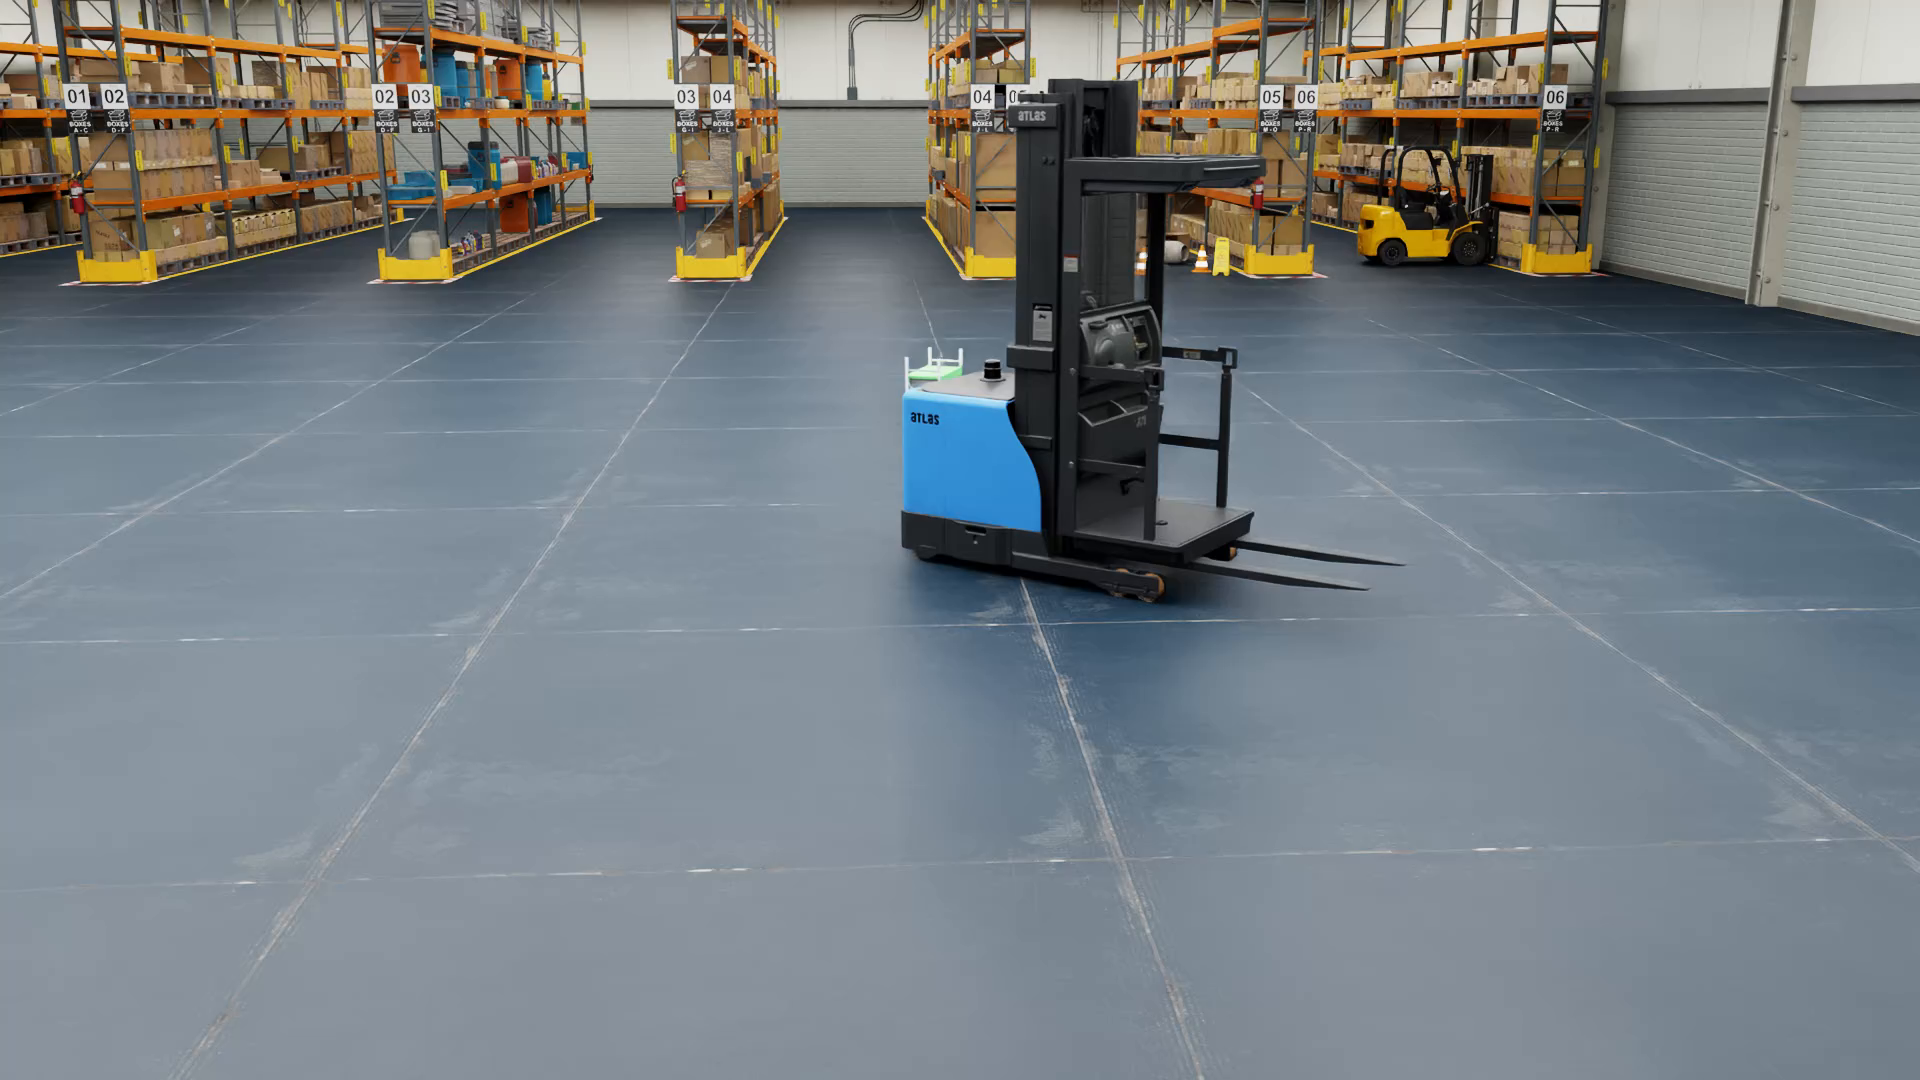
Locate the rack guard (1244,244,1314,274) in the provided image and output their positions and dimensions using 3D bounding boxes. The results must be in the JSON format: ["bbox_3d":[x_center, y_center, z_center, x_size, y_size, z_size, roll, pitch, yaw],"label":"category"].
[{"bbox_3d":[5.606,-4.944,29.238,1.175,0.500,0.348,-1,14,-3],"label":"rack guard"}]

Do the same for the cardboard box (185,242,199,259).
[{"bbox_3d":[-14.070,-5.212,29.939,0.500,0.250,0.500,-1,14,-3],"label":"cardboard box"}]

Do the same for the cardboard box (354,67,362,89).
[{"bbox_3d":[-14.906,-11.171,40.198,0.700,0.500,0.500,-1,14,-3],"label":"cardboard box"}]

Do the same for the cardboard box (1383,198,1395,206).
[{"bbox_3d":[9.786,-7.628,37.527,0.380,0.149,0.250,-2,15,-6],"label":"cardboard box"}]

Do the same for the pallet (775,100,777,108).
[{"bbox_3d":[-5.215,-11.187,42.644,1.003,0.211,1.213,-1,14,-3],"label":"pallet"}]

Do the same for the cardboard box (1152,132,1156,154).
[{"bbox_3d":[4.734,-9.159,38.398,0.500,0.500,0.500,-1,14,-4],"label":"cardboard box"}]

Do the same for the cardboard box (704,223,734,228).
[{"bbox_3d":[-4.500,-5.728,31.441,0.500,0.500,0.500,4,15,14],"label":"cardboard box"}]

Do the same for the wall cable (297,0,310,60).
[{"bbox_3d":[-17.397,-15.034,47.493,3.097,2.526,0.112,-1,14,-3],"label":"wall cable"}]

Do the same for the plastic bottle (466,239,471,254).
[{"bbox_3d":[-9.065,-5.414,30.641,0.097,0.271,0.097,0,14,0],"label":"plastic bottle"}]

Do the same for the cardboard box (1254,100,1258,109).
[{"bbox_3d":[5.309,-7.551,28.838,0.380,0.149,0.250,-1,14,-3],"label":"cardboard box"}]

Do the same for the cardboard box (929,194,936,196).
[{"bbox_3d":[-0.621,-8.988,43.625,0.380,0.149,0.250,-2,15,-6],"label":"cardboard box"}]

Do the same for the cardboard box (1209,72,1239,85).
[{"bbox_3d":[5.200,-9.098,32.802,0.500,0.250,0.500,-1,14,-2],"label":"cardboard box"}]

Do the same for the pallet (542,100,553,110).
[{"bbox_3d":[-9.748,-9.776,37.362,1.003,0.211,1.213,-1,14,-3],"label":"pallet"}]

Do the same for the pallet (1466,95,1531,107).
[{"bbox_3d":[10.396,-8.406,31.835,1.003,0.211,1.213,-1,14,-3],"label":"pallet"}]

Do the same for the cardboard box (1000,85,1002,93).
[{"bbox_3d":[0.912,-7.958,29.377,0.380,0.149,0.250,-1,14,-3],"label":"cardboard box"}]

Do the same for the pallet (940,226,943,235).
[{"bbox_3d":[0.061,-7.170,38.470,1.003,0.211,1.213,-1,14,-3],"label":"pallet"}]

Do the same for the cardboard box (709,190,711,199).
[{"bbox_3d":[-4.519,-5.991,28.794,0.380,0.149,0.250,-1,14,-3],"label":"cardboard box"}]

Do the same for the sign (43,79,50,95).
[{"bbox_3d":[-19.066,-9.454,34.692,0.100,0.325,0.005,-1,14,-3],"label":"sign"}]

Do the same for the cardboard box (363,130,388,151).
[{"bbox_3d":[-14.825,-10.110,42.094,0.500,0.500,0.500,0,14,-2],"label":"cardboard box"}]

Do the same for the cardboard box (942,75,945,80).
[{"bbox_3d":[-0.204,-10.312,37.327,0.396,0.266,0.258,-1,14,-3],"label":"cardboard box"}]

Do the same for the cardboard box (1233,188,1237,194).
[{"bbox_3d":[5.225,-6.421,30.465,0.380,0.149,0.250,-1,14,-4],"label":"cardboard box"}]

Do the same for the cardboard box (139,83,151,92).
[{"bbox_3d":[-14.065,-7.728,28.403,0.380,0.149,0.250,-1,14,-3],"label":"cardboard box"}]

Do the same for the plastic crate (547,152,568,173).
[{"bbox_3d":[-9.772,-9.176,40.423,0.402,0.464,0.583,-1,14,-3],"label":"plastic crate"}]

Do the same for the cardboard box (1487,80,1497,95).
[{"bbox_3d":[10.106,-8.473,31.146,0.396,0.266,0.258,-1,14,-5],"label":"cardboard box"}]

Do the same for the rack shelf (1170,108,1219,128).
[{"bbox_3d":[5.239,-8.732,34.368,1.077,0.370,4.000,-1,14,-3],"label":"rack shelf"}]

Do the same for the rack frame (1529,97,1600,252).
[{"bbox_3d":[10.565,-6.213,29.154,1.000,3.000,0.127,-1,14,-3],"label":"rack frame"}]

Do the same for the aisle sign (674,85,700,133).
[{"bbox_3d":[-4.576,-7.221,27.856,0.394,0.787,0.004,-1,14,-3],"label":"aisle sign"}]

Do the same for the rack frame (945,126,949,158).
[{"bbox_3d":[0.181,-8.024,36.191,1.000,3.000,0.127,-1,14,-3],"label":"rack frame"}]

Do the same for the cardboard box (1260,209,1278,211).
[{"bbox_3d":[5.733,-5.969,31.375,0.500,0.500,0.500,0,14,0],"label":"cardboard box"}]

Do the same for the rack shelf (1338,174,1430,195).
[{"bbox_3d":[9.945,-8.352,38.910,1.077,0.370,4.000,-1,14,-3],"label":"rack shelf"}]

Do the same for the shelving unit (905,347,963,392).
[{"bbox_3d":[-0.170,-0.659,11.179,0.258,1.200,0.503,4,15,16],"label":"shelving unit"}]

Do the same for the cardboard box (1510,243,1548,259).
[{"bbox_3d":[10.220,-5.197,29.880,0.500,0.250,0.500,-1,14,-3],"label":"cardboard box"}]

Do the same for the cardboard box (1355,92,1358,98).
[{"bbox_3d":[9.508,-10.446,39.046,0.380,0.149,0.250,-1,14,-4],"label":"cardboard box"}]

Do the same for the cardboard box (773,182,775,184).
[{"bbox_3d":[-4.985,-8.307,40.712,0.875,0.875,0.875,-1,14,-3],"label":"cardboard box"}]

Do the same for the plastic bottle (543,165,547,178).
[{"bbox_3d":[-9.544,-8.430,38.019,0.152,0.276,0.135,-1,14,-3],"label":"plastic bottle"}]

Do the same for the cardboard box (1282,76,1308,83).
[{"bbox_3d":[5.792,-7.944,28.767,0.380,0.149,0.250,-1,14,-4],"label":"cardboard box"}]

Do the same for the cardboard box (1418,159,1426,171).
[{"bbox_3d":[9.954,-7.876,34.916,0.500,0.250,0.500,-1,14,-3],"label":"cardboard box"}]

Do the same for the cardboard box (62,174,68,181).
[{"bbox_3d":[-19.403,-7.779,35.704,0.380,0.149,0.250,-1,14,-3],"label":"cardboard box"}]

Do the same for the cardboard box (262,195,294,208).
[{"bbox_3d":[-14.963,-7.429,36.507,0.500,0.250,0.500,0,14,-1],"label":"cardboard box"}]

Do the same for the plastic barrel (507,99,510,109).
[{"bbox_3d":[-9.653,-9.212,35.104,0.294,0.245,0.294,0,14,0],"label":"plastic barrel"}]

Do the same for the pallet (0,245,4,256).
[{"bbox_3d":[-19.409,-5.591,32.333,1.003,0.211,1.213,-1,14,-3],"label":"pallet"}]

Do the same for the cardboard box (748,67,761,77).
[{"bbox_3d":[-5.076,-11.317,40.222,0.500,0.250,0.500,-2,15,-7],"label":"cardboard box"}]

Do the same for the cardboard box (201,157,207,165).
[{"bbox_3d":[-14.153,-6.997,30.698,0.380,0.149,0.250,-1,14,-5],"label":"cardboard box"}]

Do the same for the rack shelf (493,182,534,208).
[{"bbox_3d":[-9.595,-7.050,33.850,1.077,0.370,4.000,-1,14,-3],"label":"rack shelf"}]

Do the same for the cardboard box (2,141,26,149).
[{"bbox_3d":[-19.521,-8.153,34.309,0.380,0.149,0.250,-3,15,-13],"label":"cardboard box"}]

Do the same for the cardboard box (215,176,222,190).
[{"bbox_3d":[-14.490,-6.874,32.026,0.500,0.250,0.500,0,14,0],"label":"cardboard box"}]

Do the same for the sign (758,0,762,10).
[{"bbox_3d":[-4.235,-11.379,35.159,0.100,0.325,0.005,-1,14,-3],"label":"sign"}]

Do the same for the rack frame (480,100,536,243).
[{"bbox_3d":[-9.719,-7.896,35.694,1.000,3.000,0.127,-1,14,-3],"label":"rack frame"}]

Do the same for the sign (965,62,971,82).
[{"bbox_3d":[0.134,-7.872,27.965,0.100,0.325,0.005,-1,14,-3],"label":"sign"}]

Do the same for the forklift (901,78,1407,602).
[{"bbox_3d":[1.139,-1.210,9.848,3.031,2.935,1.130,9,17,32],"label":"forklift"}]

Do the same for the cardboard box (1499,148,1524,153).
[{"bbox_3d":[10.231,-7.187,30.840,0.380,0.149,0.250,-1,14,-3],"label":"cardboard box"}]

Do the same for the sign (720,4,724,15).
[{"bbox_3d":[-5.579,-12.399,38.964,0.100,0.325,0.005,-1,14,-3],"label":"sign"}]

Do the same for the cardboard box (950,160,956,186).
[{"bbox_3d":[0.067,-7.454,33.777,0.500,0.500,0.500,-1,14,-3],"label":"cardboard box"}]
